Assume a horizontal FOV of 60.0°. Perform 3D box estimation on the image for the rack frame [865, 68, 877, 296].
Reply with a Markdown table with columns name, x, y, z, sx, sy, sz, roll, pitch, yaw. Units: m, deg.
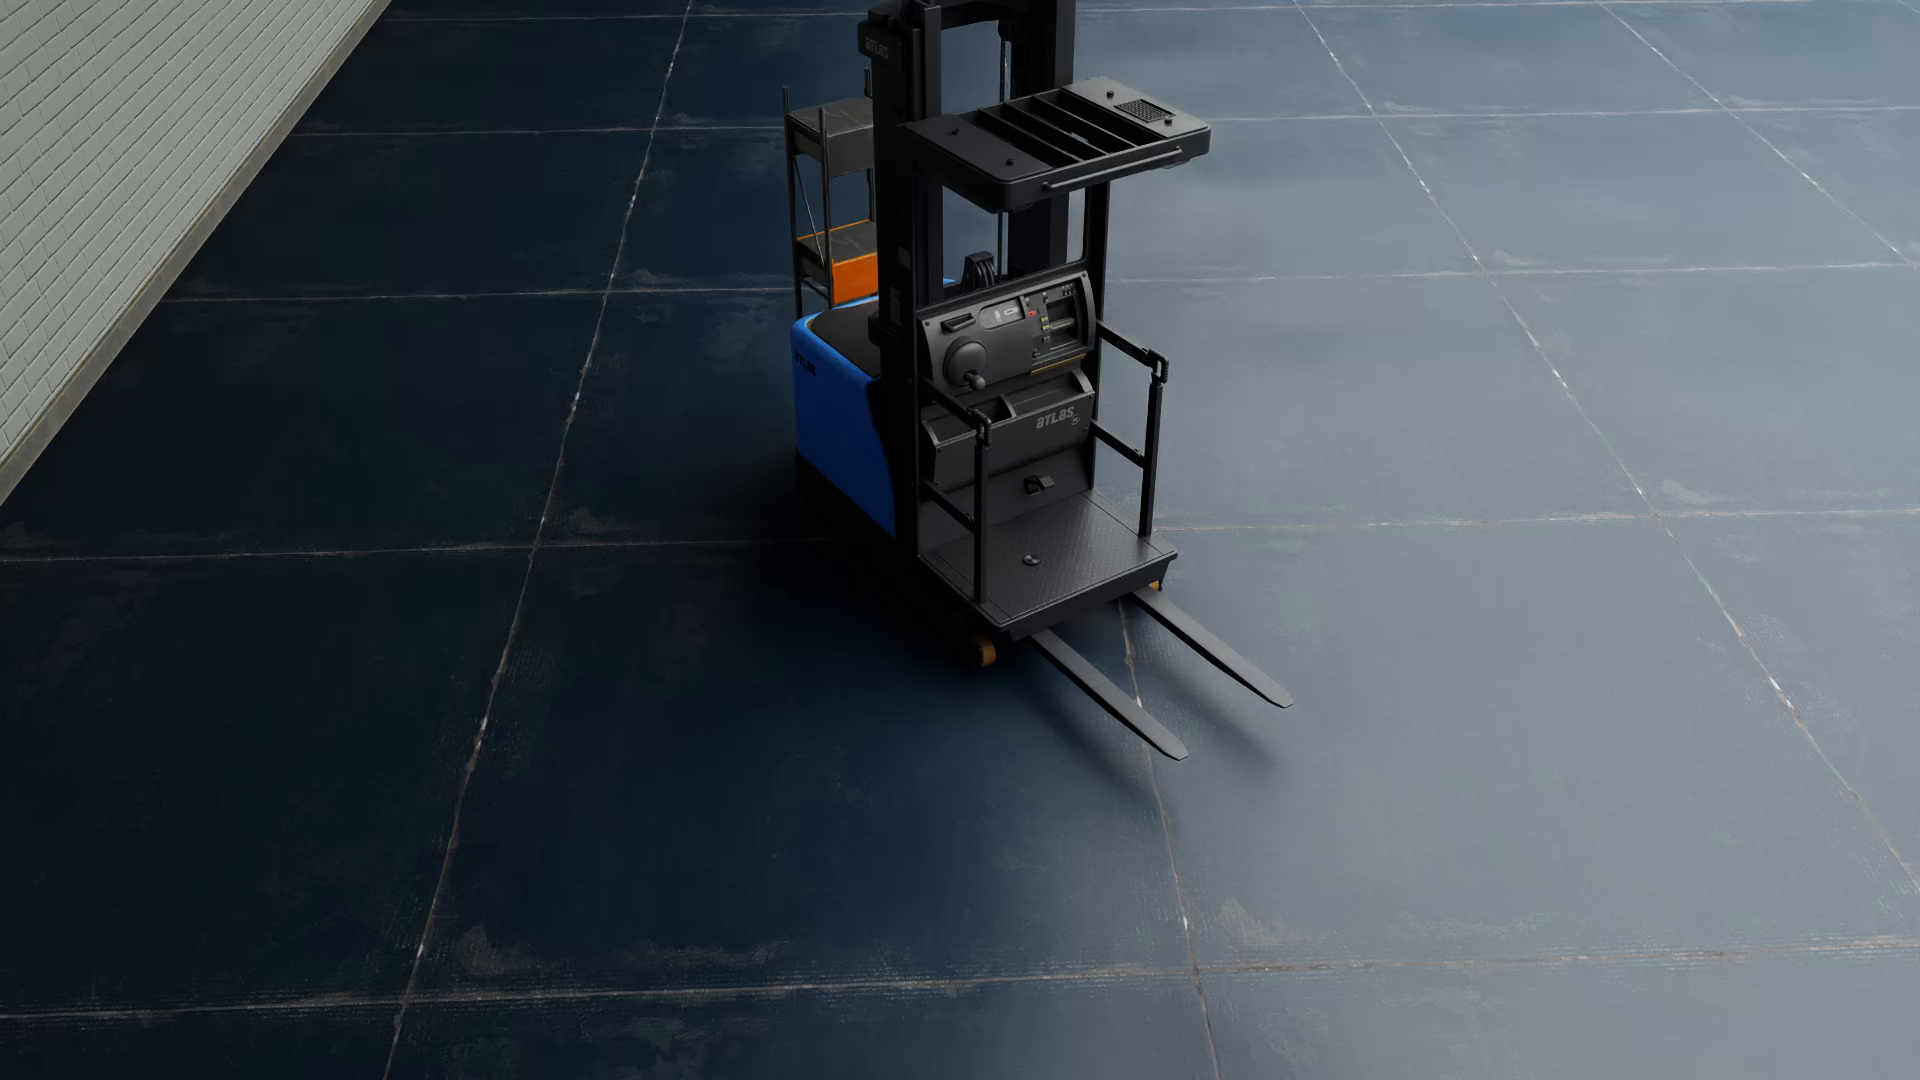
| name | x | y | z | sx | sy | sz | roll | pitch | yaw |
| --- | --- | --- | --- | --- | --- | --- | --- | --- | --- |
| rack frame | -0.378 | -1.496 | 9.103 | 0.015 | 2.100 | 0.400 | -21 | 40 | -27 |

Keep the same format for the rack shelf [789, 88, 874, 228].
| name | x | y | z | sx | sy | sz | roll | pitch | yaw |
| --- | --- | --- | --- | --- | --- | --- | --- | --- | --- |
| rack shelf | -0.580 | -1.983 | 8.600 | 0.480 | 0.518 | 0.431 | -21 | 40 | -27 |

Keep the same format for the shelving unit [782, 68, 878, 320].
| name | x | y | z | sx | sy | sz | roll | pitch | yaw |
| --- | --- | --- | --- | --- | --- | --- | --- | --- | --- |
| shelving unit | -0.580 | -1.418 | 8.990 | 0.503 | 2.100 | 0.431 | -21 | 40 | -27 |

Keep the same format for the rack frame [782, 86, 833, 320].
| name | x | y | z | sx | sy | sz | roll | pitch | yaw |
| --- | --- | --- | --- | --- | --- | --- | --- | --- | --- |
| rack frame | -0.782 | -1.340 | 8.878 | 0.015 | 2.100 | 0.400 | -21 | 40 | -27 |

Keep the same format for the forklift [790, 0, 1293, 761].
| name | x | y | z | sx | sy | sz | roll | pitch | yaw |
| --- | --- | --- | --- | --- | --- | --- | --- | --- | --- |
| forklift | 0.353 | -0.908 | 7.523 | 1.130 | 2.935 | 3.031 | -21 | 40 | -27 |

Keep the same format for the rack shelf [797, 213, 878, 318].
| name | x | y | z | sx | sy | sz | roll | pitch | yaw |
| --- | --- | --- | --- | --- | --- | --- | --- | --- | --- |
| rack shelf | -0.580 | -1.407 | 8.998 | 0.480 | 0.518 | 0.431 | -21 | 40 | -27 |
